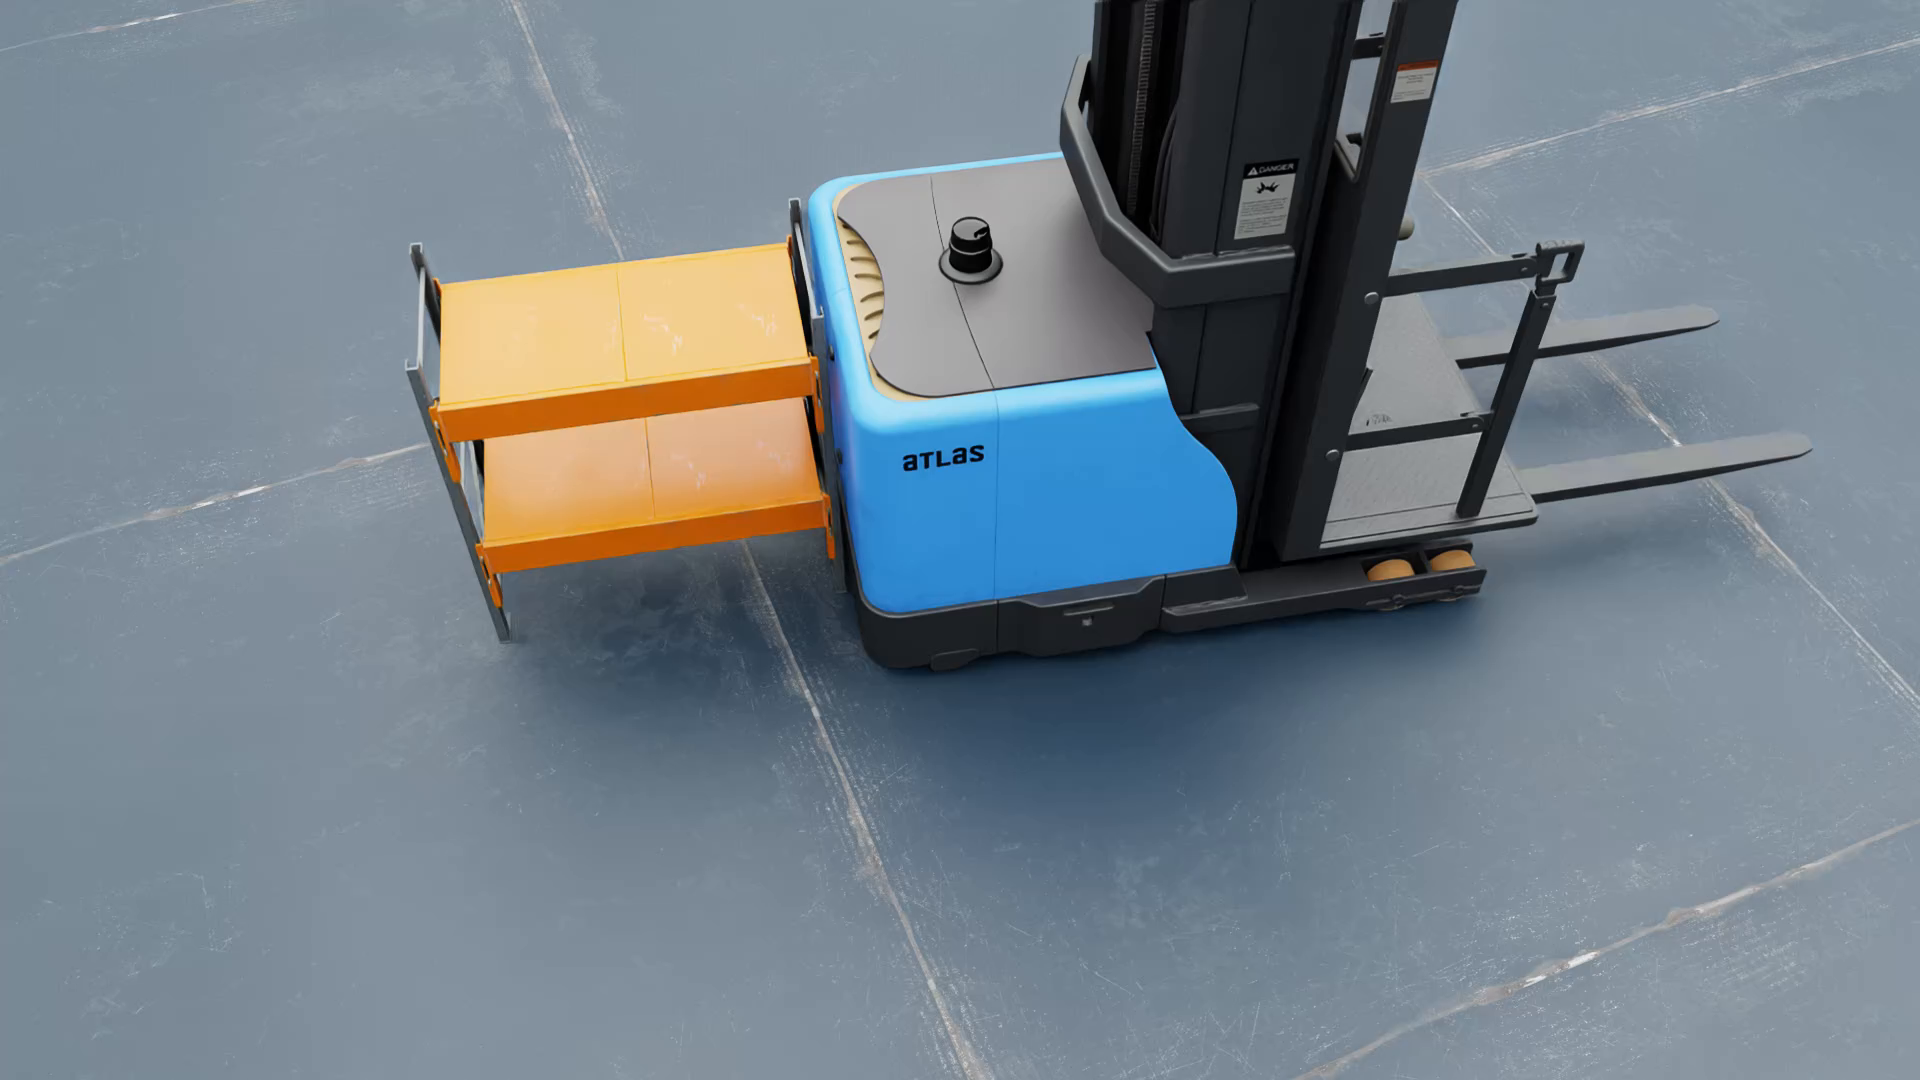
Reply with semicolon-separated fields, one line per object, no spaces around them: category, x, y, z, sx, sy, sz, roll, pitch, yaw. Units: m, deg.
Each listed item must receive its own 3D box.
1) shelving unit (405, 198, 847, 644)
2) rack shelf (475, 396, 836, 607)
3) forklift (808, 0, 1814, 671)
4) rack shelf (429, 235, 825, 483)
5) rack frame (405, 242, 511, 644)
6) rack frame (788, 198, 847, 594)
shelving unit;-0.910;-0.315;4.779;1.048;1.125;0.538;-8;50;-7
rack shelf;-0.910;-0.156;4.965;1.000;0.278;0.538;-8;50;-7
forklift;1.124;-1.128;4.287;3.031;2.935;1.130;-8;50;-7
rack shelf;-0.910;-0.506;4.557;1.000;0.278;0.538;-8;50;-7
rack frame;-1.409;-0.242;4.717;0.032;1.125;0.500;-8;50;-7
rack frame;-0.411;-0.388;4.842;0.032;1.125;0.500;-8;50;-7
